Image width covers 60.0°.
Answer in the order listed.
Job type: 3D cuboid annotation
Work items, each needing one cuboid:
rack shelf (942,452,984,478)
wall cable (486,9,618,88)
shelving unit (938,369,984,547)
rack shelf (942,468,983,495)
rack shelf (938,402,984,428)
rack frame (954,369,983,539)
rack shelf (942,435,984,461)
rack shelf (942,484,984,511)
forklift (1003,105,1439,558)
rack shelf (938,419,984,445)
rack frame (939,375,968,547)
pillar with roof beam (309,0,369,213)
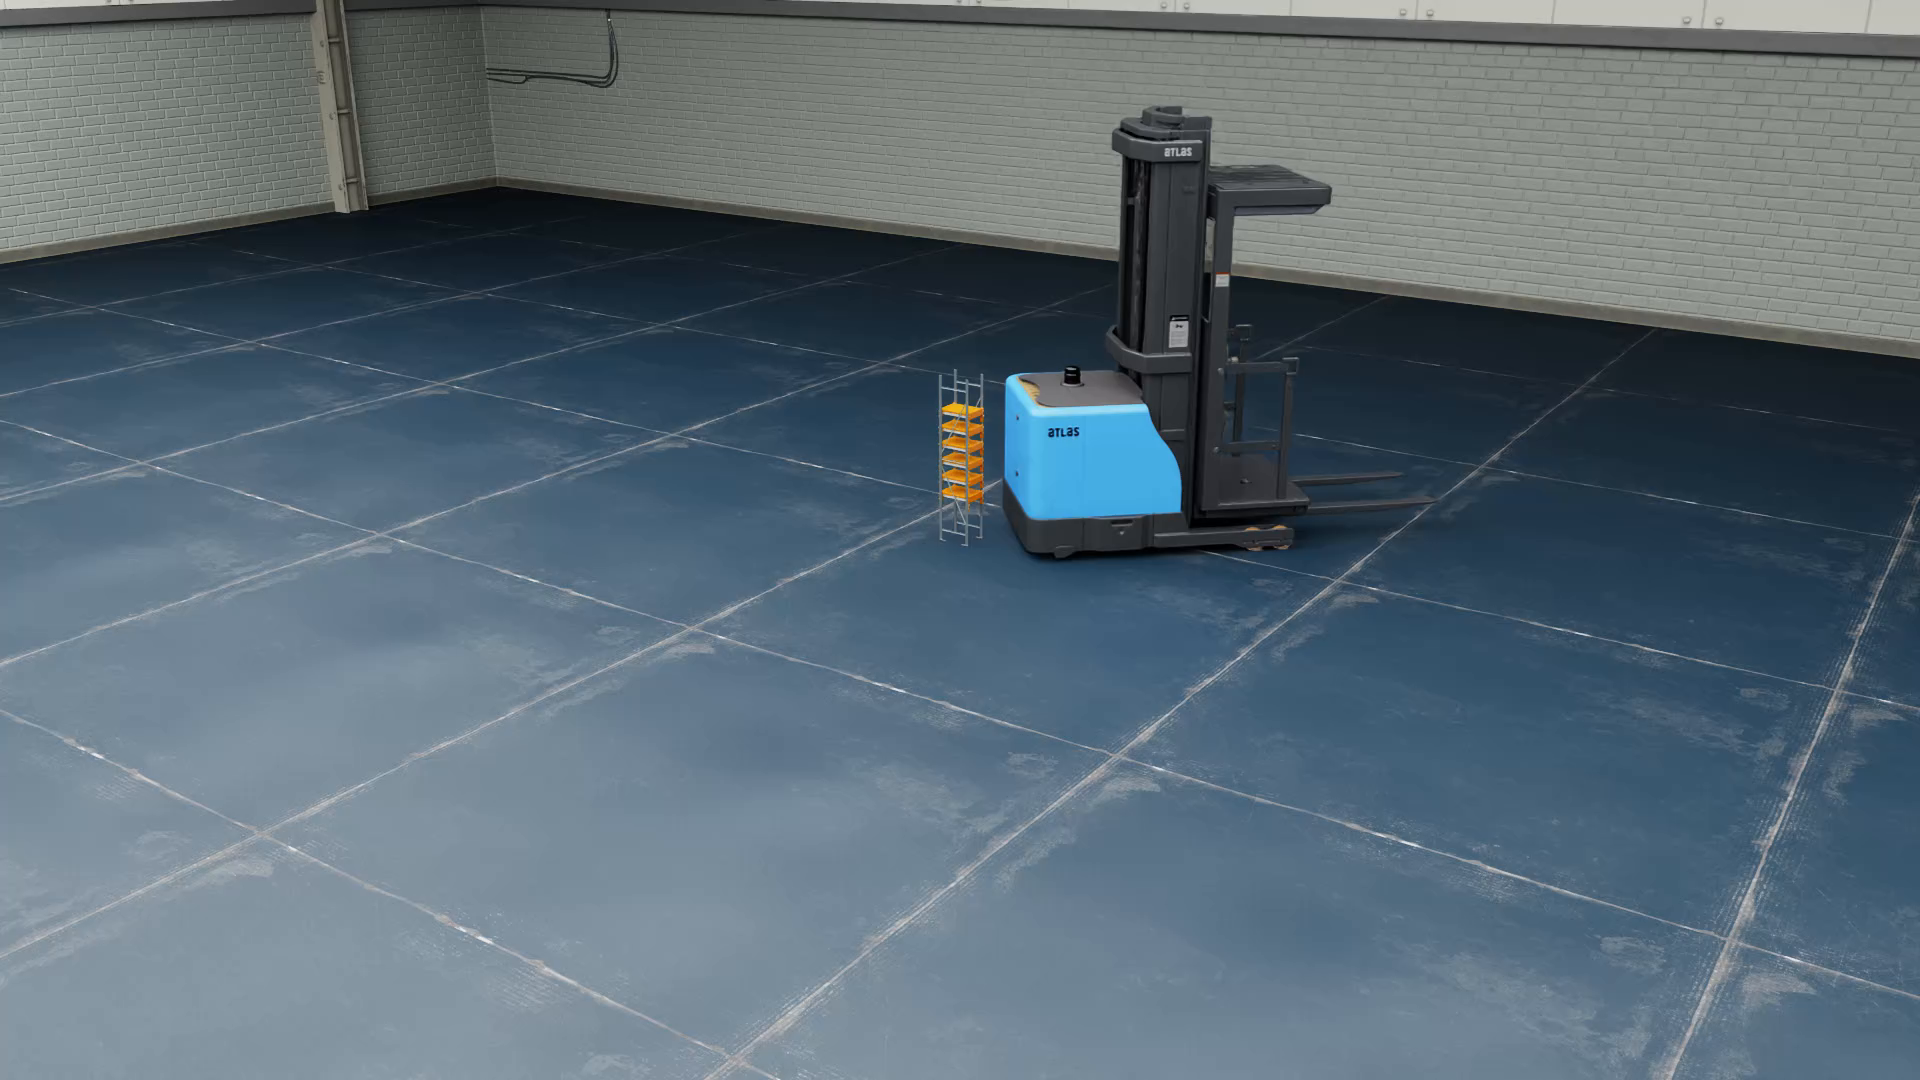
[{"bbox_3d":[0.008,-0.525,11.583,0.258,0.103,0.180,13,24,32],"label":"rack shelf"},{"bbox_3d":[-6.523,-8.376,25.913,3.097,2.526,0.112,13,24,32],"label":"wall cable"},{"bbox_3d":[0.008,-0.567,11.568,0.258,1.200,0.189,13,24,32],"label":"shelving unit"},{"bbox_3d":[0.008,-0.413,11.625,0.258,0.103,0.180,13,24,32],"label":"rack shelf"},{"bbox_3d":[0.008,-0.863,11.459,0.258,0.103,0.180,13,24,32],"label":"rack shelf"},{"bbox_3d":[0.060,-0.593,11.639,0.240,1.200,0.006,13,24,32],"label":"rack frame"},{"bbox_3d":[0.008,-0.638,11.542,0.258,0.103,0.180,13,24,32],"label":"rack shelf"},{"bbox_3d":[0.008,-0.300,11.667,0.258,0.103,0.180,13,24,32],"label":"rack shelf"},{"bbox_3d":[1.875,-1.474,11.525,3.031,2.935,1.130,-3,21,-9],"label":"forklift"},{"bbox_3d":[0.008,-0.750,11.500,0.258,0.103,0.180,13,24,32],"label":"rack shelf"},{"bbox_3d":[-0.043,-0.541,11.497,0.240,1.200,0.006,13,24,32],"label":"rack frame"},{"bbox_3d":[-5.713,-8.405,21.517,9.100,9.000,0.400,13,24,32],"label":"pillar with roof beam"}]
